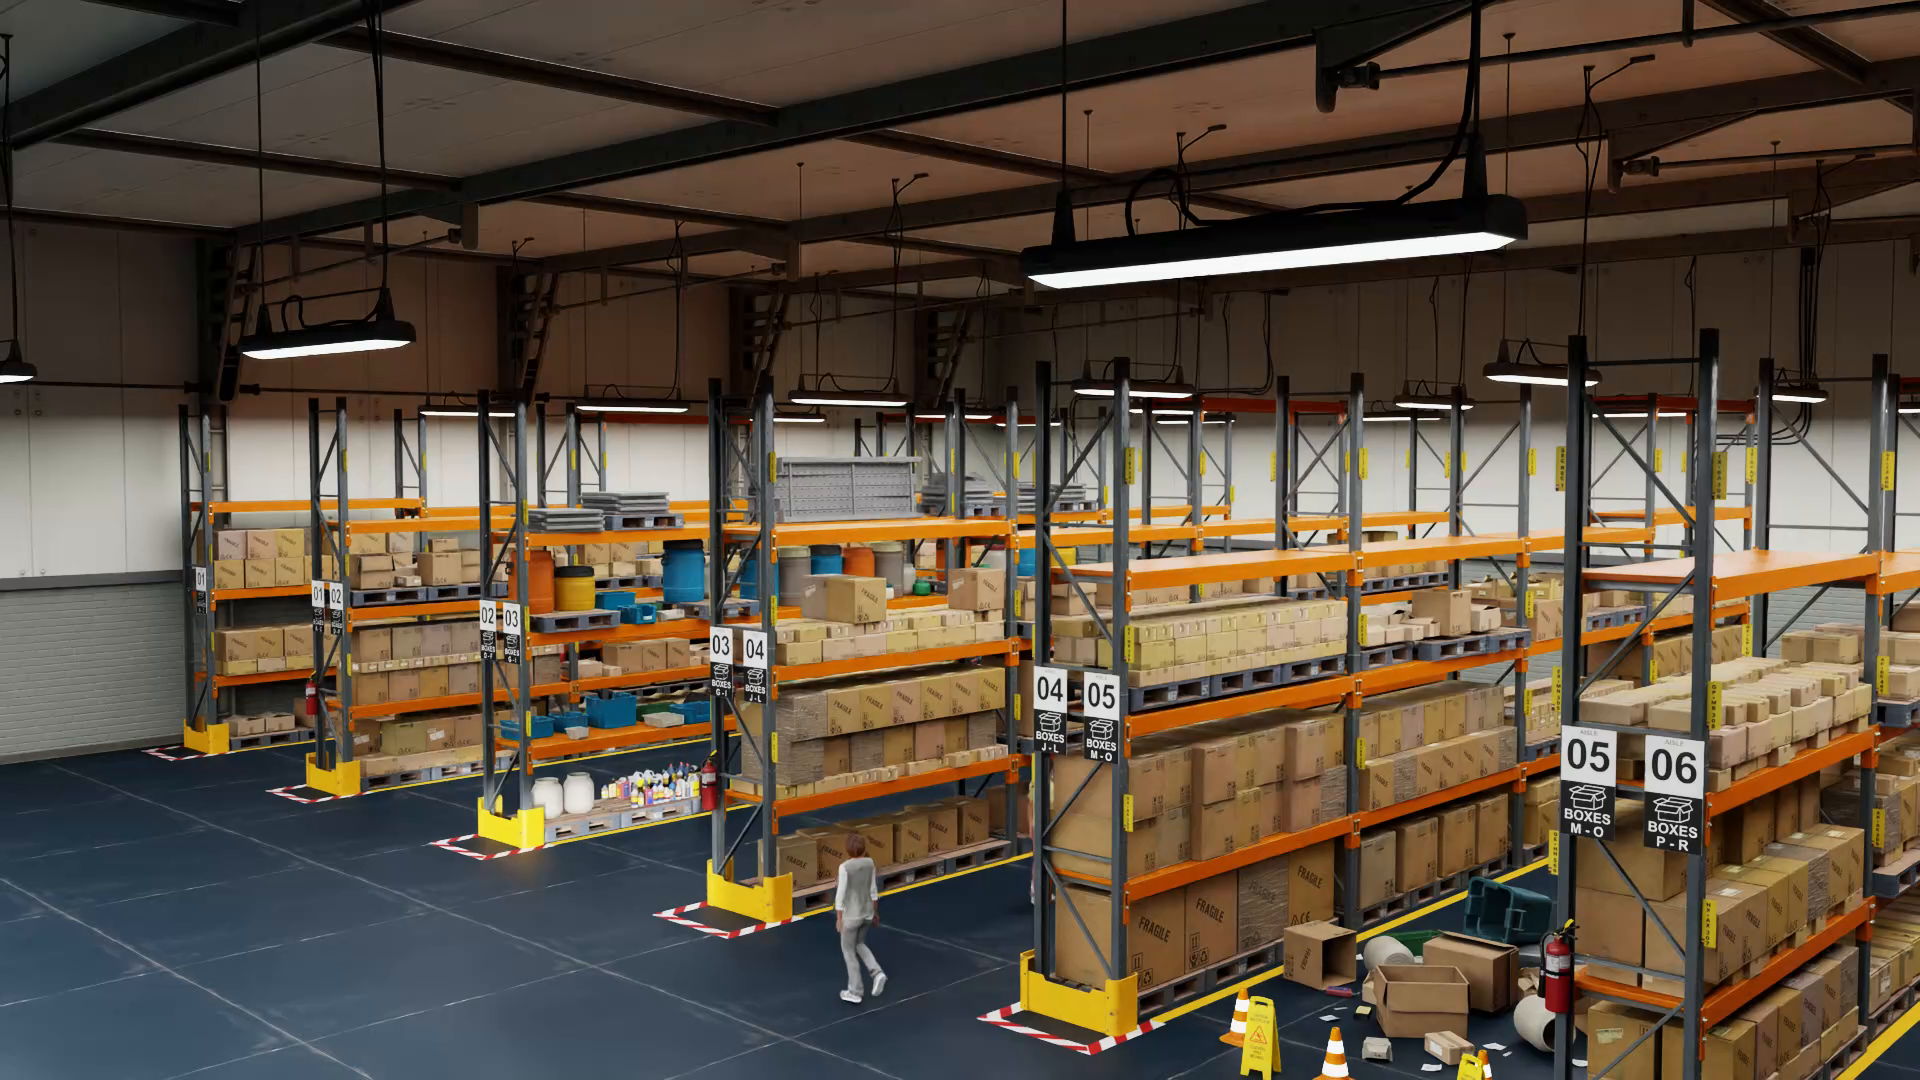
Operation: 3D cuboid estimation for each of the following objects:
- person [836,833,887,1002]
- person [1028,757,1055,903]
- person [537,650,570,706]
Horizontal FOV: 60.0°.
[{"bbox_3d":[-0.939,3.528,15.525,0.478,1.588,0.418,3,4,42],"label":"person"},{"bbox_3d":[0.961,3.322,19.043,0.470,1.659,0.487,-2,4,-35],"label":"person"},{"bbox_3d":[-7.775,2.637,31.627,0.567,1.689,0.934,1,3,18],"label":"person"}]
